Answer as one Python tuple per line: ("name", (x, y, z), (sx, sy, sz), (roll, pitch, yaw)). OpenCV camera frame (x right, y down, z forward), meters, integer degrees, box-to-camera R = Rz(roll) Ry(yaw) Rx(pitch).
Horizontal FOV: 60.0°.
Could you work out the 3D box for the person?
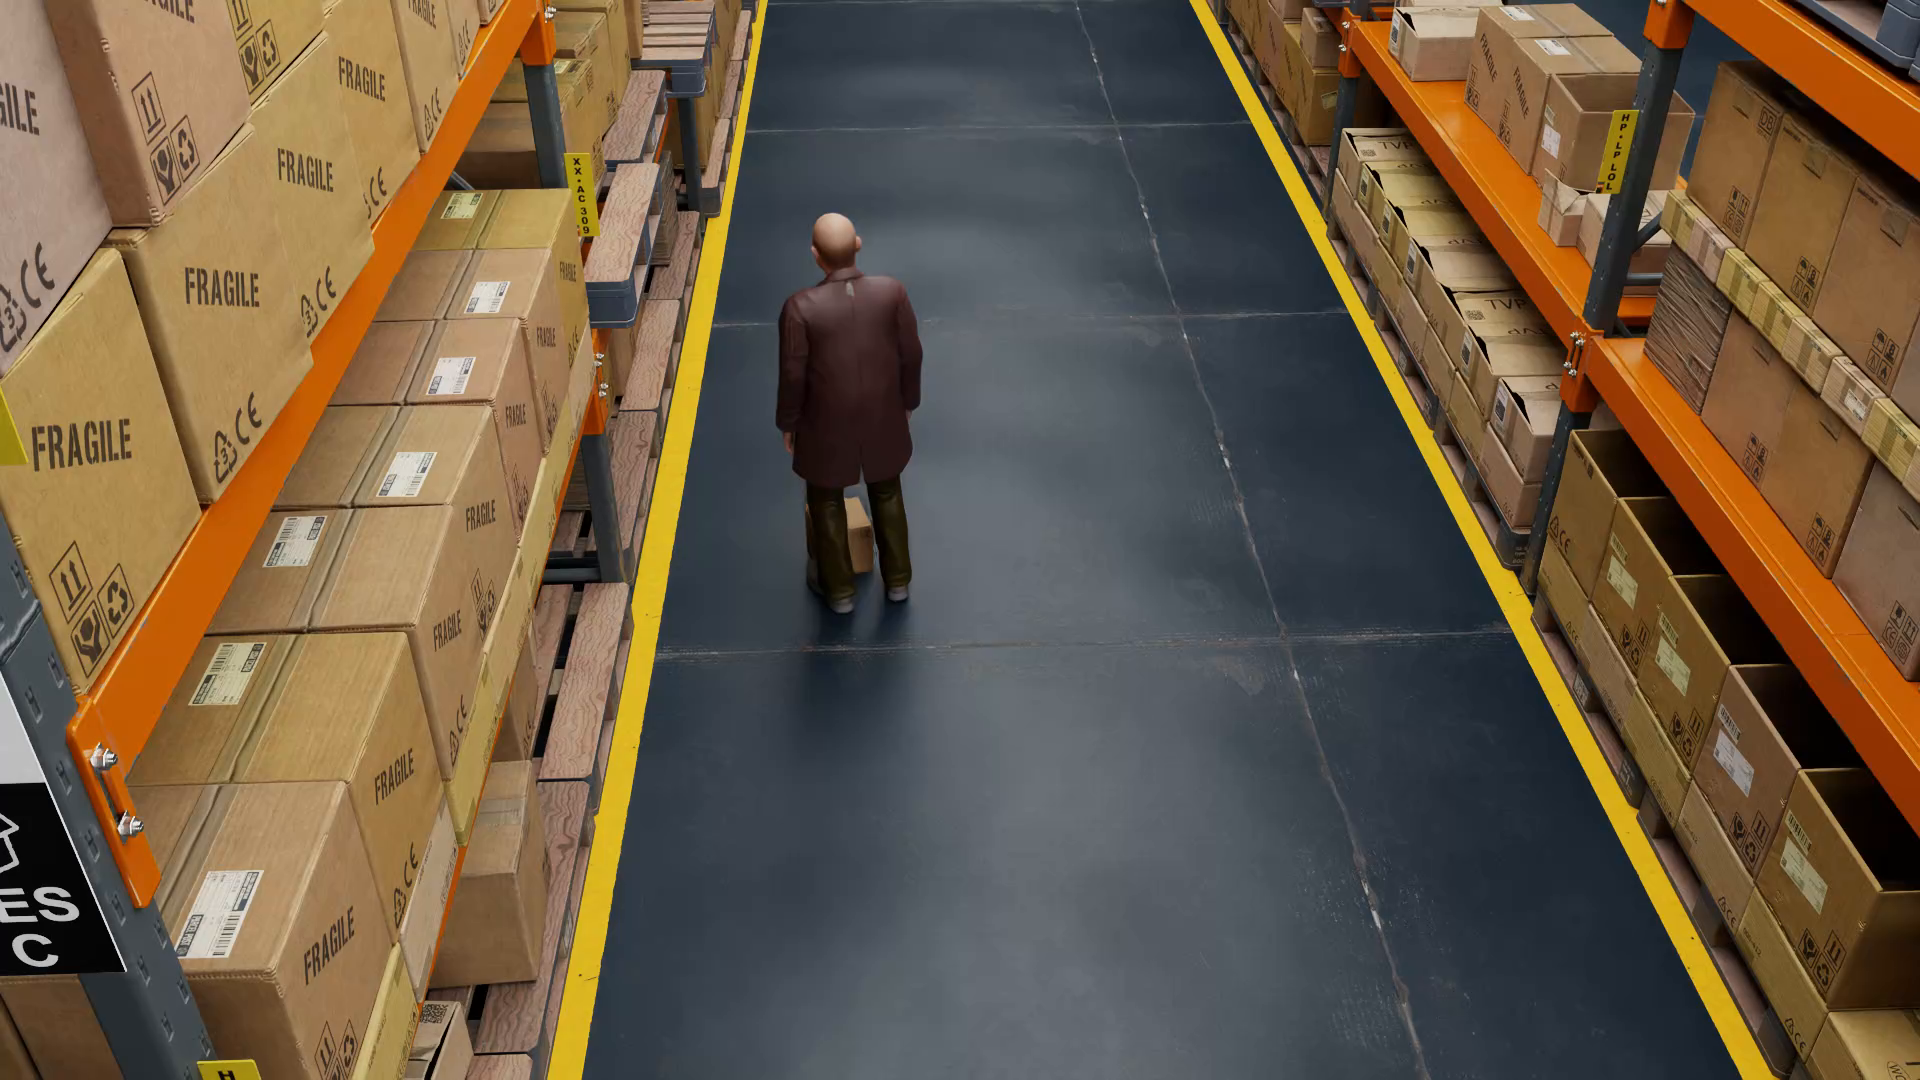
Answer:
("person", (-0.457, -0.504, 6.883), (0.622, 1.774, 0.426), (-11, 36, -16))
